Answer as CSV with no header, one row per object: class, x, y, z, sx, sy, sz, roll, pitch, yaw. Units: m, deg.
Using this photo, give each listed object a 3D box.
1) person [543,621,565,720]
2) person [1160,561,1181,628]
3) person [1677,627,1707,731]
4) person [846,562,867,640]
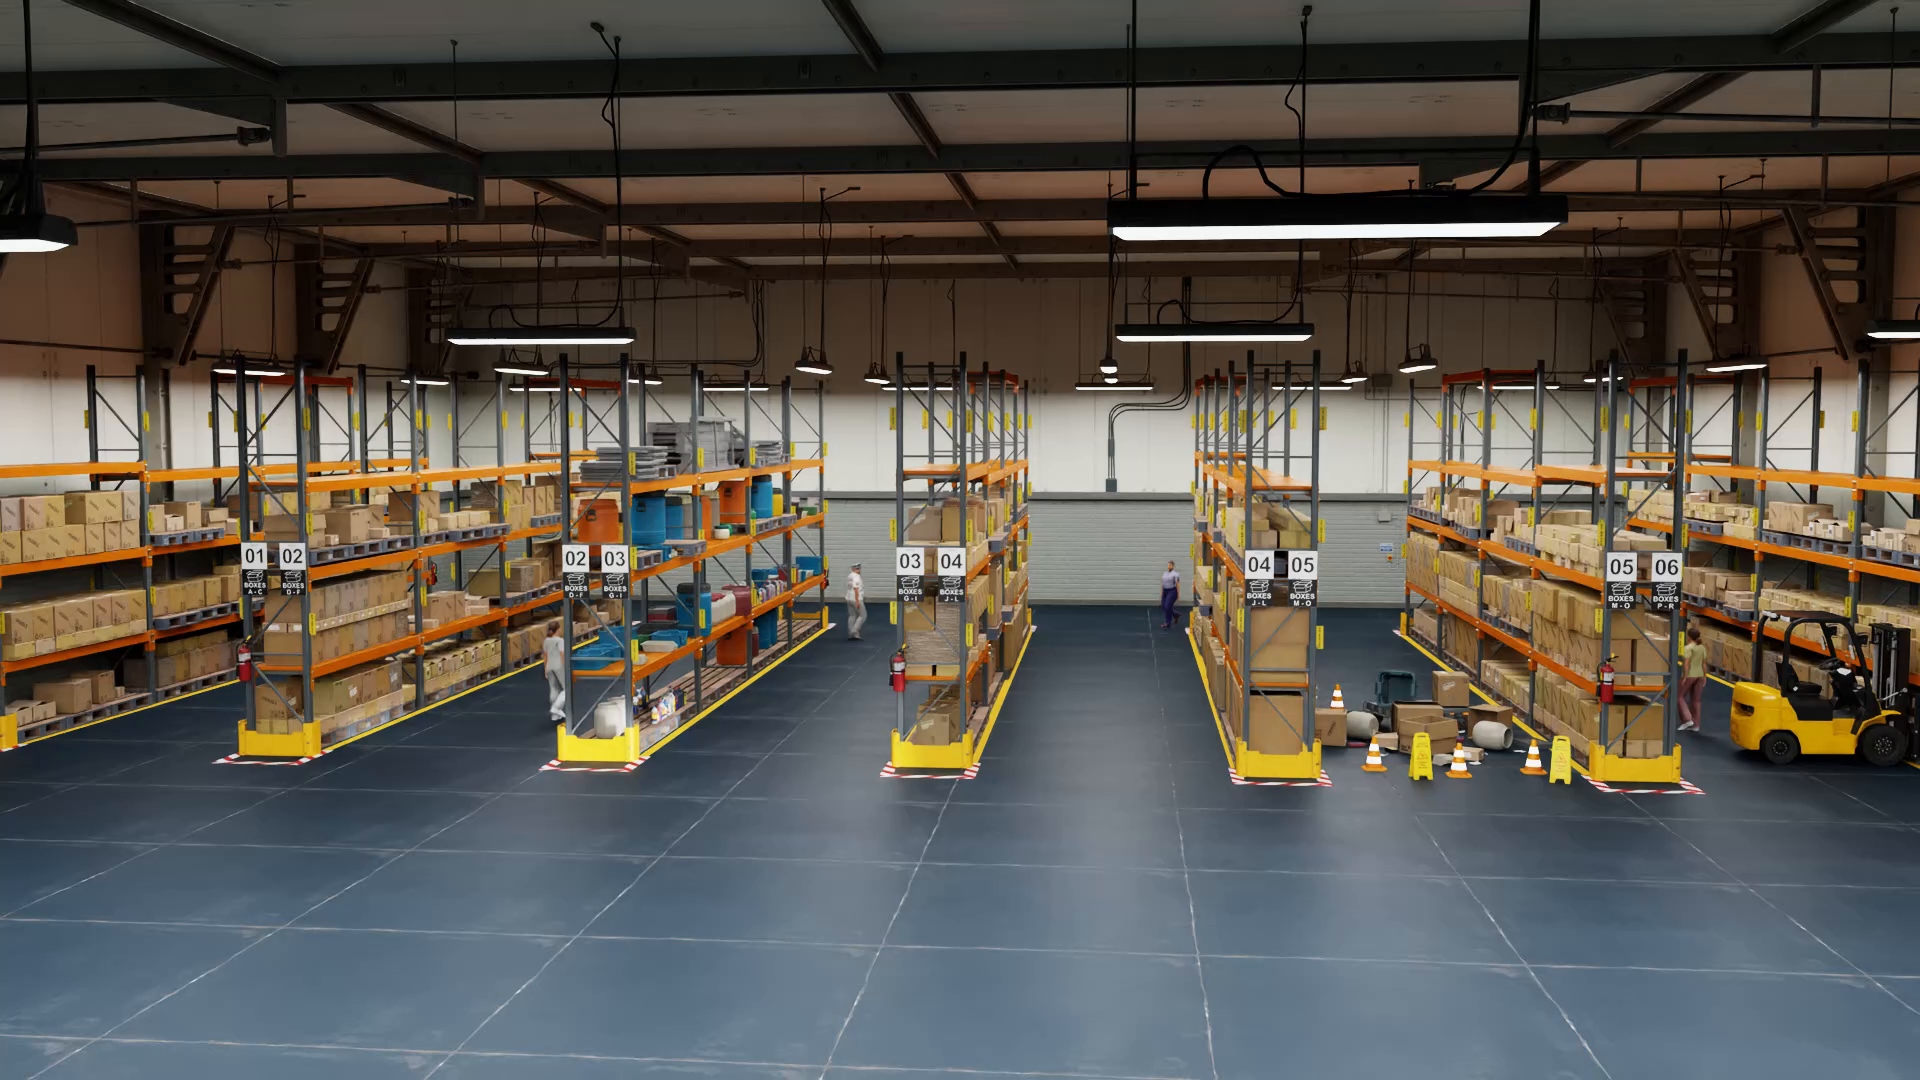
person,-6.785,2.194,27.821,0.500,1.664,0.489,2,4,21
person,5.129,1.305,40.370,0.740,1.615,0.468,-3,5,-32
person,11.862,2.263,26.943,0.488,1.691,0.396,-1,4,-20
person,-2.416,1.409,38.362,0.410,1.791,0.580,-2,5,-27
